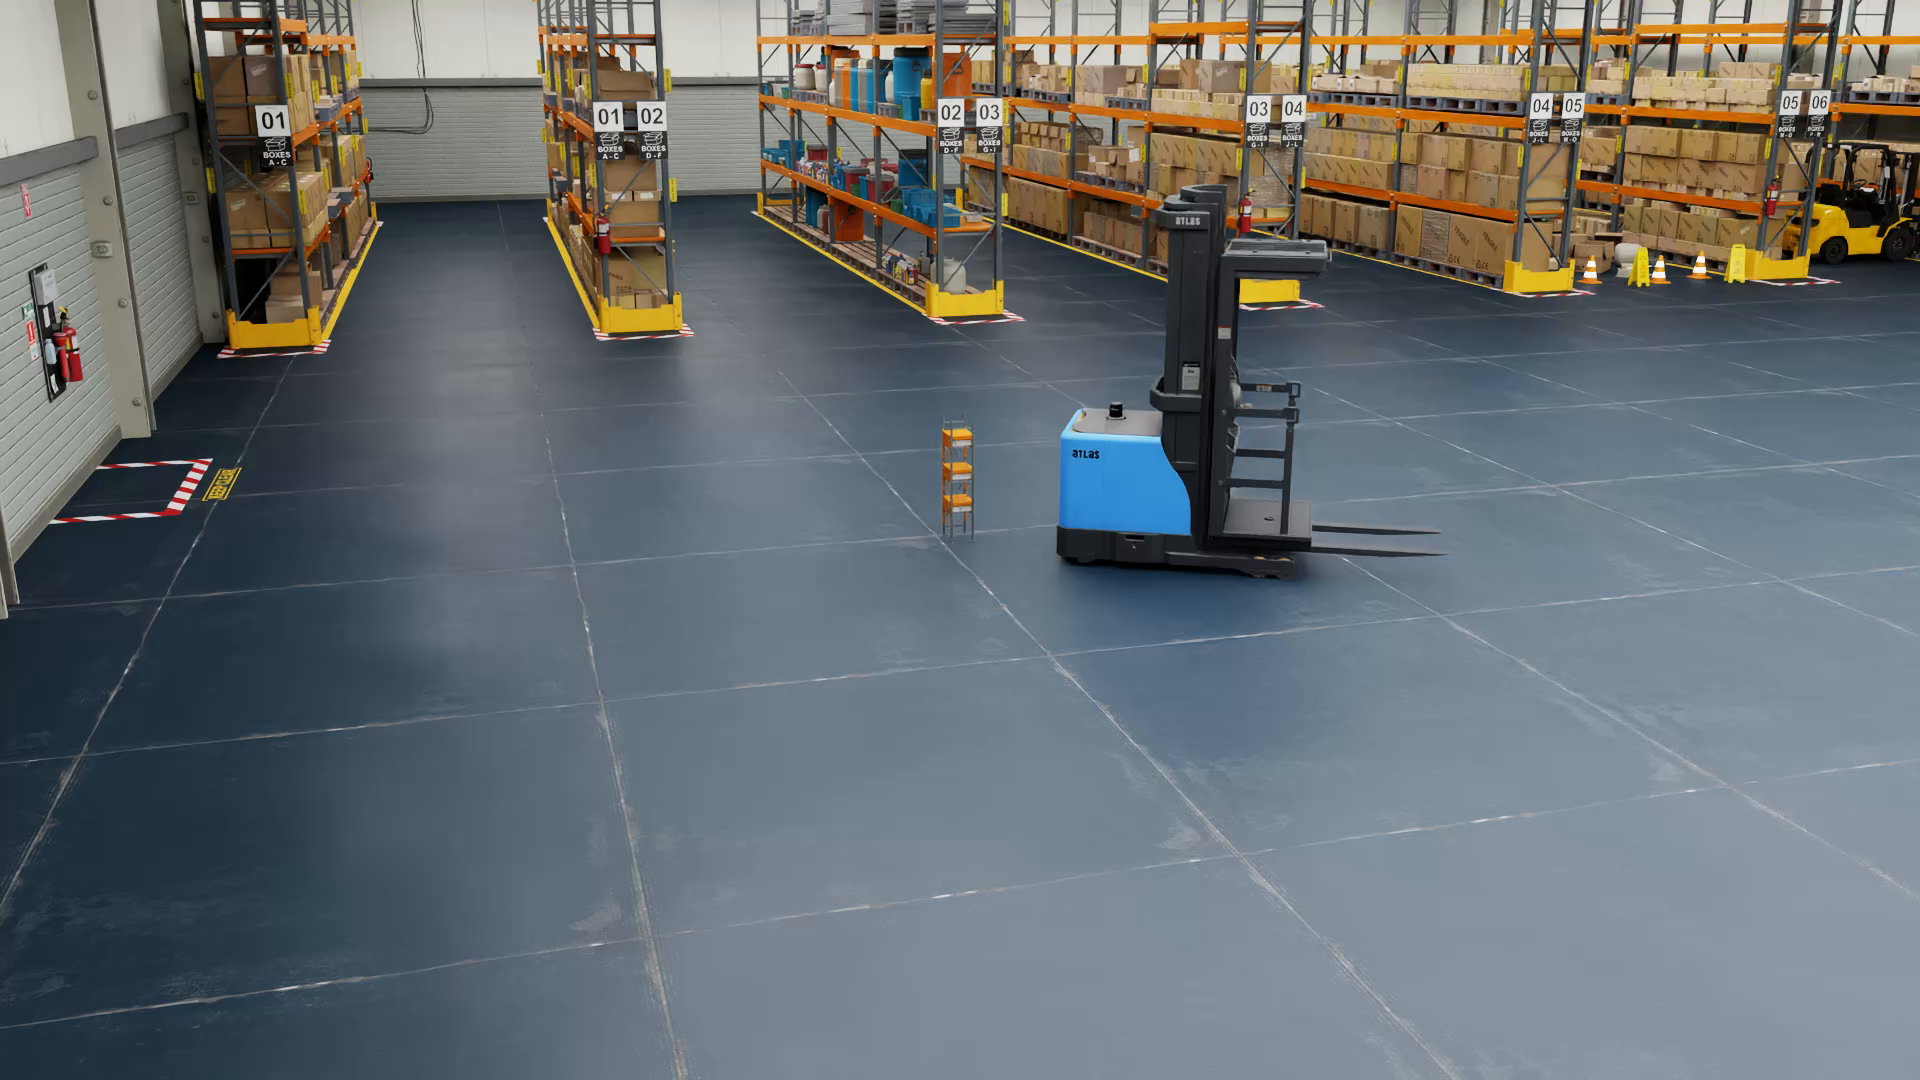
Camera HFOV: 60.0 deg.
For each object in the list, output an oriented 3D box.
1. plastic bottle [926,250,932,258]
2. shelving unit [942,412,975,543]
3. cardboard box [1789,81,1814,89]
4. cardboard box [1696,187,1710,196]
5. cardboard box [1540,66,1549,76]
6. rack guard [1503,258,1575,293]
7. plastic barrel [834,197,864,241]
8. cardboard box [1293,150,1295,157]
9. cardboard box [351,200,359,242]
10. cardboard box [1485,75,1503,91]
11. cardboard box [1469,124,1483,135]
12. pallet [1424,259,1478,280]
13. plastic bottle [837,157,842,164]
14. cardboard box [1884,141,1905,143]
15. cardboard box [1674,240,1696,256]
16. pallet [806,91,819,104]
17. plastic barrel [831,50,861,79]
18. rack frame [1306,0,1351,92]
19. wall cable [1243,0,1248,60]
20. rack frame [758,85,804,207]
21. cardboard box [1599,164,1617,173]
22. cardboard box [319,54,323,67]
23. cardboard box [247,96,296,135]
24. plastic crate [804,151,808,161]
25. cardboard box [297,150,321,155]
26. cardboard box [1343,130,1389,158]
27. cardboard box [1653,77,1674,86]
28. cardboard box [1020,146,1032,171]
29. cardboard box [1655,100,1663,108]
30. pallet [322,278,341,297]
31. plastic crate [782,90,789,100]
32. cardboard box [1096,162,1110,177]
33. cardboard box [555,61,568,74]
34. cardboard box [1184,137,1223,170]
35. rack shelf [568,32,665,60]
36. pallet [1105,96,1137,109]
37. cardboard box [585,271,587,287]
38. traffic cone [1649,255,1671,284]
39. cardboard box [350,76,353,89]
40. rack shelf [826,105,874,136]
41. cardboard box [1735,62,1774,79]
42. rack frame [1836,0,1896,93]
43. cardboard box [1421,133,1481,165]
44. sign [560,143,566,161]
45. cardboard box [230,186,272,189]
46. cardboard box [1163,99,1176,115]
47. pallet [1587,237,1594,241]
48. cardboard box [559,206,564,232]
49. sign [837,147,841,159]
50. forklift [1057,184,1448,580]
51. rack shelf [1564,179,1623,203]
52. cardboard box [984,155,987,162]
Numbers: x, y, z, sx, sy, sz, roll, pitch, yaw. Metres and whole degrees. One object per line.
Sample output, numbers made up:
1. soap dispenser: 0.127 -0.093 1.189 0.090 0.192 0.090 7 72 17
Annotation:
1. plastic bottle: -0.510 -4.780 28.491 0.144 0.351 0.185 -5 17 -17
2. shelving unit: -0.015 -0.518 13.850 0.215 1.050 0.252 -5 17 -15
3. cardboard box: 14.525 -7.875 28.790 0.380 0.149 0.250 -5 17 -16
4. cardboard box: 13.699 -6.376 30.402 0.380 0.149 0.250 -5 17 -16
5. cardboard box: 9.841 -7.777 27.560 0.380 0.149 0.250 -5 17 -15
6. rack guard: 9.701 -4.439 27.860 1.175 0.500 0.348 -5 17 -15
7. plastic barrel: -2.214 -6.395 33.071 0.600 0.830 0.708 -5 17 -15
8. cardboard box: 6.922 -8.179 35.158 0.380 0.149 0.250 -4 17 -14
9. cardboard box: -12.137 -6.179 32.316 0.750 0.750 0.750 -4 17 -14
10. cardboard box: 9.155 -7.651 27.833 0.500 0.250 0.500 -5 17 -15
11. cardboard box: 11.685 -9.065 37.005 0.500 0.500 0.500 -4 17 -14
12. pallet: 9.068 -4.859 29.761 1.003 0.211 1.213 -5 17 -15
13. plastic bottle: -2.544 -7.903 35.134 0.144 0.351 0.185 -5 17 -15
14. cardboard box: 18.591 -7.854 33.065 0.380 0.149 0.250 -5 17 -16
15. cardboard box: 13.661 -5.437 30.887 0.500 0.250 0.500 -5 18 -17
16. pallet: -2.538 -9.030 33.913 1.003 0.211 1.213 -5 17 -15
17. plastic barrel: -2.216 -9.100 32.343 0.600 0.830 0.708 -5 17 -15
18. rack frame: 7.496 -10.729 34.027 1.000 3.000 0.127 -5 17 -15
19. wall cable: 8.195 -14.912 47.953 0.463 3.000 0.029 -5 17 -15
20. rack frame: -4.262 -9.313 39.740 1.000 3.000 0.127 -5 17 -15
21. cardboard box: 12.920 -7.370 32.979 0.380 0.149 0.250 -4 17 -14
22. cardboard box: -12.572 -9.223 31.988 0.500 0.250 0.500 -3 17 -11
23. cardboard box: -9.242 -5.710 22.324 0.500 0.500 0.500 -4 17 -14
24. plastic crate: -3.405 -8.615 37.520 0.437 0.282 0.530 -5 17 -15
25. cardboard box: -11.465 -6.793 29.285 0.380 0.149 0.250 -7 18 -22
26. cardboard box: 8.034 -7.834 32.908 0.700 0.500 0.500 -5 17 -16
27. cardboard box: 13.263 -8.610 31.239 0.380 0.149 0.250 -5 18 -17
28. cardboard box: 1.625 -8.360 36.394 0.500 0.500 0.500 -5 17 -15
29. cardboard box: 13.369 -8.242 31.400 0.380 0.149 0.250 -5 17 -15
30. pallet: -10.705 -4.090 27.200 1.003 0.211 1.213 -5 17 -15
31. plastic crate: -3.569 -9.635 35.967 0.450 0.188 0.662 -5 17 -15
32. cardboard box: 2.939 -7.139 32.035 0.500 0.250 0.500 -5 17 -17
33. cardboard box: -7.858 -9.404 33.753 0.600 0.600 0.600 -6 18 -20
34. cardboard box: 4.101 -6.496 27.933 0.500 0.500 0.500 -5 17 -15
35. rack shelf: -5.178 -7.387 24.846 1.077 0.370 4.000 -5 17 -15
36. pallet: 3.443 -8.197 31.140 1.213 0.211 1.003 -5 17 -15
37. cardboard box: -5.759 -4.196 26.757 0.500 0.250 0.500 -5 17 -15
38. traffic cone: 12.094 -4.682 28.735 0.336 0.463 0.334 -5 17 -15
39. cardboard box: -12.751 -9.391 34.143 0.500 0.250 0.500 -5 17 -16
40. rack shelf: -1.514 -7.639 30.204 1.077 0.370 4.000 -5 17 -15
41. cardboard box: 17.199 -10.050 35.905 0.700 0.500 0.500 -5 17 -16
42. rack frame: 18.098 -10.435 33.049 1.000 3.000 0.127 -5 17 -15
43. cardboard box: 8.926 -7.090 30.205 0.875 0.550 0.550 -5 17 -15
44. sign: -7.346 -7.180 30.767 0.100 0.325 0.005 -5 17 -15
45. cardboard box: -9.853 -4.654 23.154 0.500 0.500 0.500 -4 17 -15
46. cardboard box: 3.826 -7.459 28.616 0.500 0.250 0.500 -5 17 -16
47. pallet: 13.111 -6.048 33.720 1.003 0.211 1.213 -5 17 -15
48. cardboard box: -8.027 -6.676 34.544 0.500 0.500 0.500 -6 18 -18
49. sign: -2.633 -8.382 36.160 0.100 0.325 0.005 -5 17 -15
50. forklift: 2.346 -1.263 13.061 3.031 2.935 1.130 3 17 11
51. rack shelf: 12.777 -7.377 34.547 1.077 0.370 4.000 -5 17 -15
52. cardboard box: 0.779 -8.962 39.009 0.380 0.149 0.250 -4 17 -14
